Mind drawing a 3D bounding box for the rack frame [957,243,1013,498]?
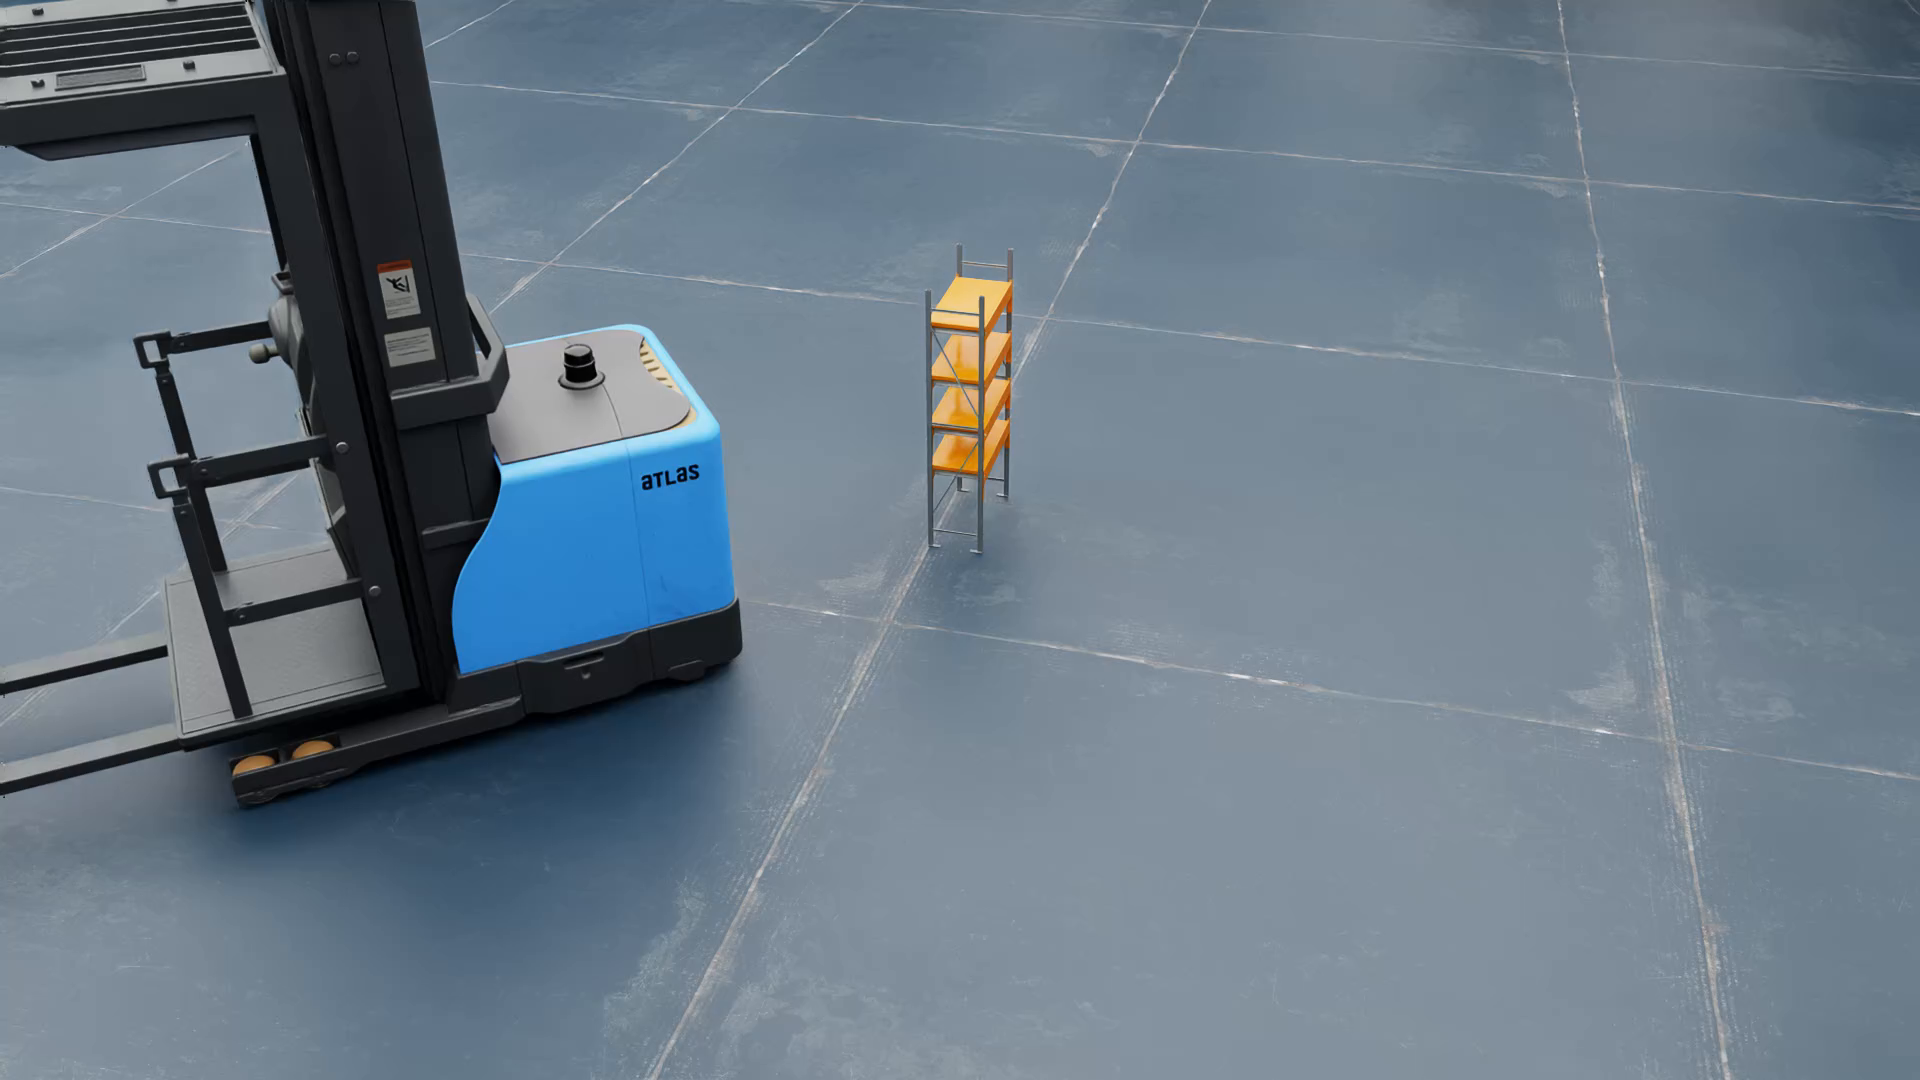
[{"bbox_3d":[0.104,-0.719,7.262,0.240,1.200,0.015,8,33,12],"label":"rack frame"}]

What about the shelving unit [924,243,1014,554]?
[{"bbox_3d":[0.042,-0.592,7.063,0.258,1.200,0.503,8,33,12],"label":"shelving unit"}]

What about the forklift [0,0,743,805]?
[{"bbox_3d":[-2.403,-0.641,5.526,3.031,2.935,1.130,-14,35,-21],"label":"forklift"}]

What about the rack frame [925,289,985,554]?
[{"bbox_3d":[-0.020,-0.466,6.864,0.240,1.200,0.015,8,33,12],"label":"rack frame"}]

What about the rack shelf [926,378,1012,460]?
[{"bbox_3d":[0.042,-0.535,7.099,0.258,0.148,0.480,8,33,12],"label":"rack shelf"}]

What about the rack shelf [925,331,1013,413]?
[{"bbox_3d":[0.042,-0.724,6.979,0.258,0.148,0.480,8,33,12],"label":"rack shelf"}]

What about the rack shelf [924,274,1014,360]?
[{"bbox_3d":[0.042,-0.924,6.852,0.258,0.148,0.480,8,33,12],"label":"rack shelf"}]

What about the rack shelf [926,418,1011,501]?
[{"bbox_3d":[0.042,-0.368,7.206,0.258,0.148,0.480,8,33,12],"label":"rack shelf"}]
